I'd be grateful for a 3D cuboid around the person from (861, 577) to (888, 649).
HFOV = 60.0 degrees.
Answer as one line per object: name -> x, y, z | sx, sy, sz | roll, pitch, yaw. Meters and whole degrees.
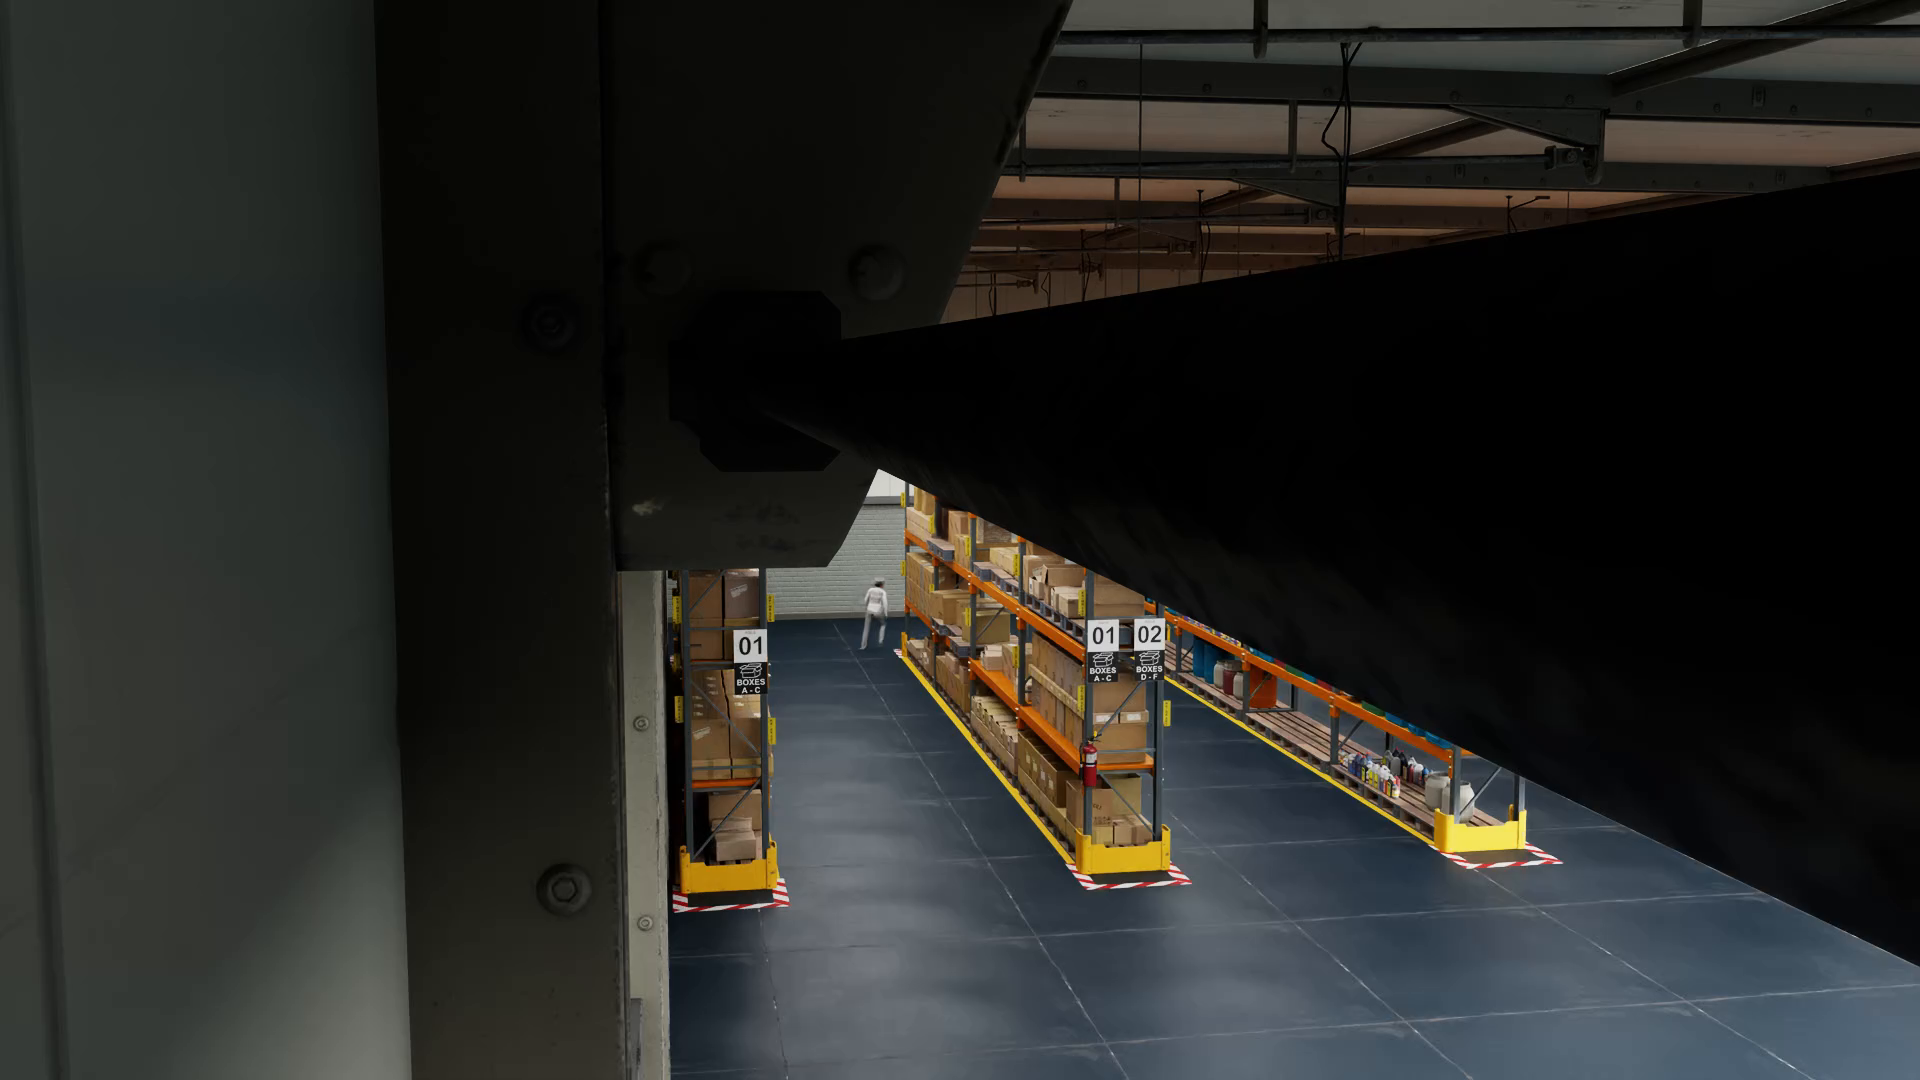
person -> -1.891, 1.651, 37.453 | 0.646, 1.628, 0.614 | 2, 6, 18
